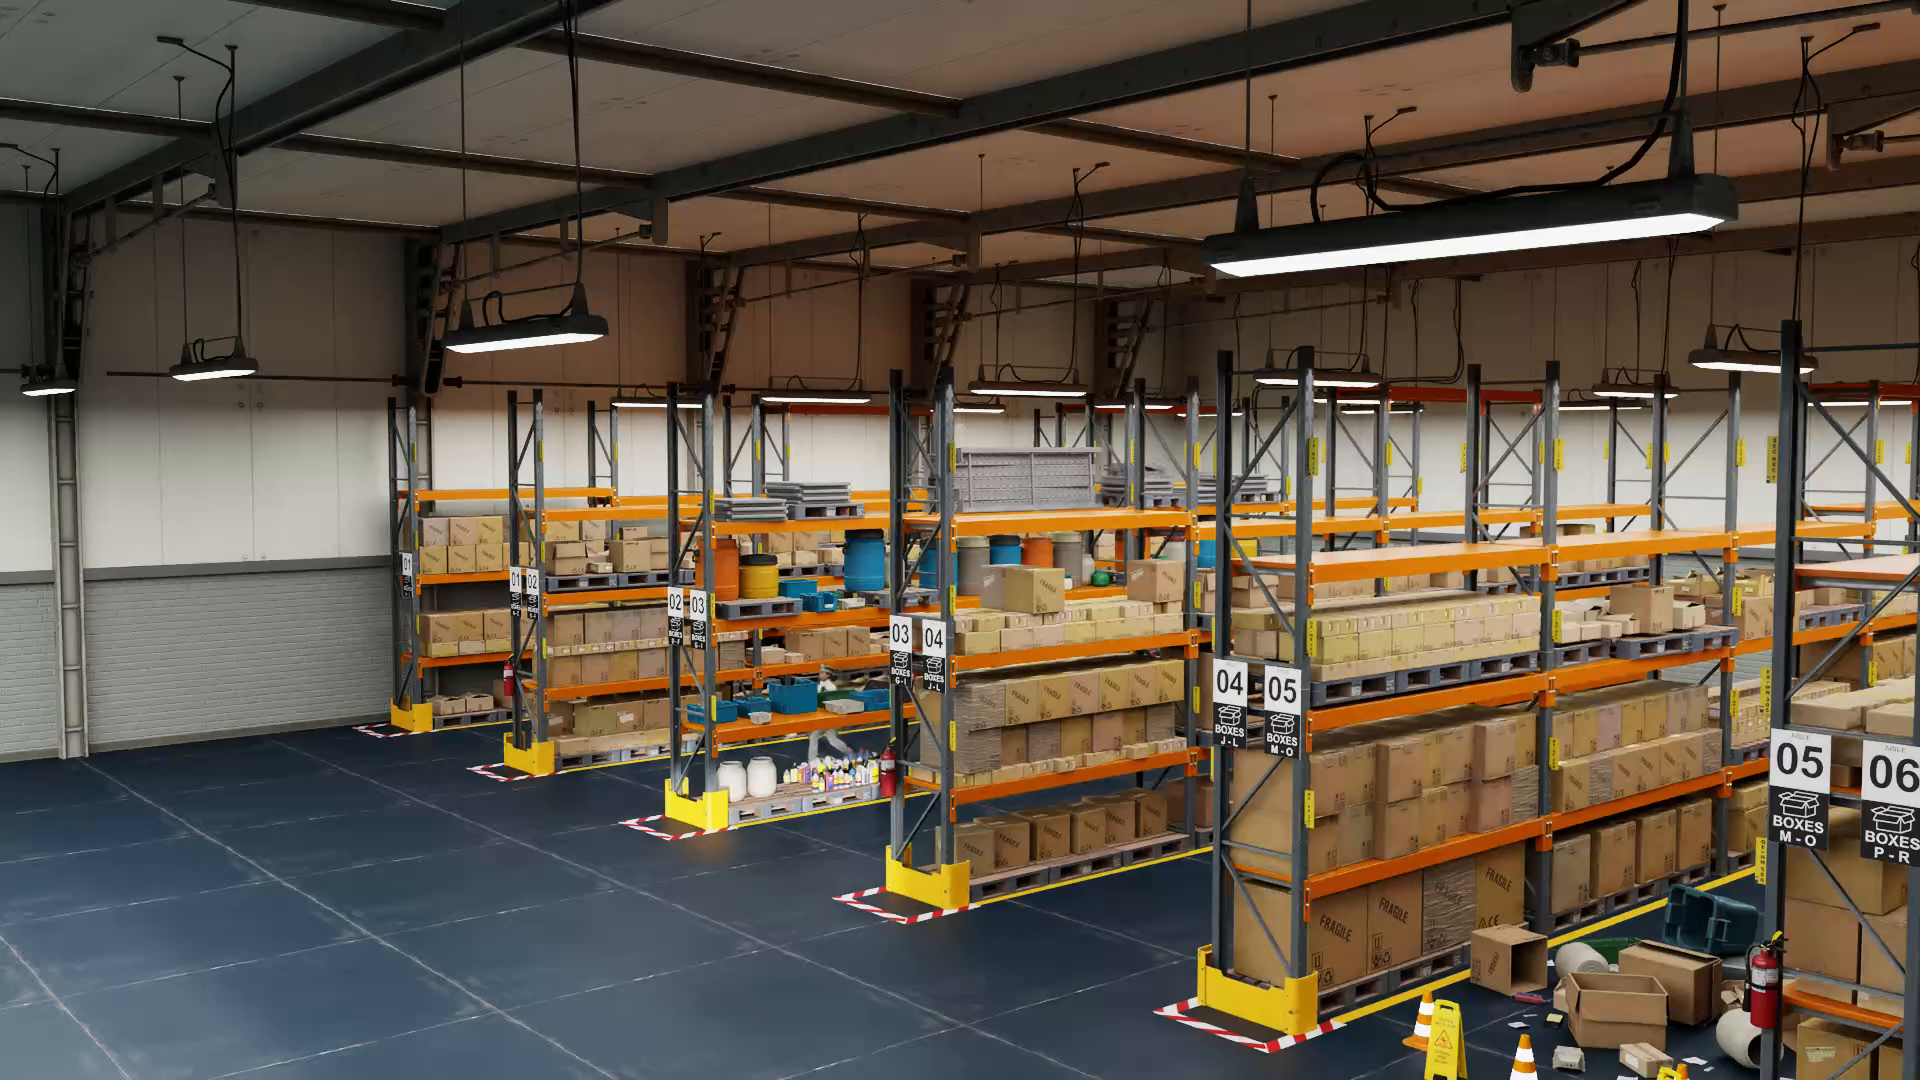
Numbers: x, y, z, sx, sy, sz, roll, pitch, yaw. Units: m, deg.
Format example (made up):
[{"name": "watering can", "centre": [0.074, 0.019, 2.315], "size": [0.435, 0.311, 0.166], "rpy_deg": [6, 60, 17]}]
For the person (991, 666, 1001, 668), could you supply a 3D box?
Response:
[{"name": "person", "centre": [0.637, 2.555, 29.300], "size": [0.682, 1.810, 0.815], "rpy_deg": [3, 4, 40]}]

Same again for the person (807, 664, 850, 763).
[{"name": "person", "centre": [-2.109, 2.774, 26.082], "size": [0.936, 1.687, 0.610], "rpy_deg": [-3, 4, -39]}]

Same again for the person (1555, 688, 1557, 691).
[{"name": "person", "centre": [8.388, 2.870, 23.895], "size": [0.658, 1.740, 0.650], "rpy_deg": [3, 5, 43]}]
